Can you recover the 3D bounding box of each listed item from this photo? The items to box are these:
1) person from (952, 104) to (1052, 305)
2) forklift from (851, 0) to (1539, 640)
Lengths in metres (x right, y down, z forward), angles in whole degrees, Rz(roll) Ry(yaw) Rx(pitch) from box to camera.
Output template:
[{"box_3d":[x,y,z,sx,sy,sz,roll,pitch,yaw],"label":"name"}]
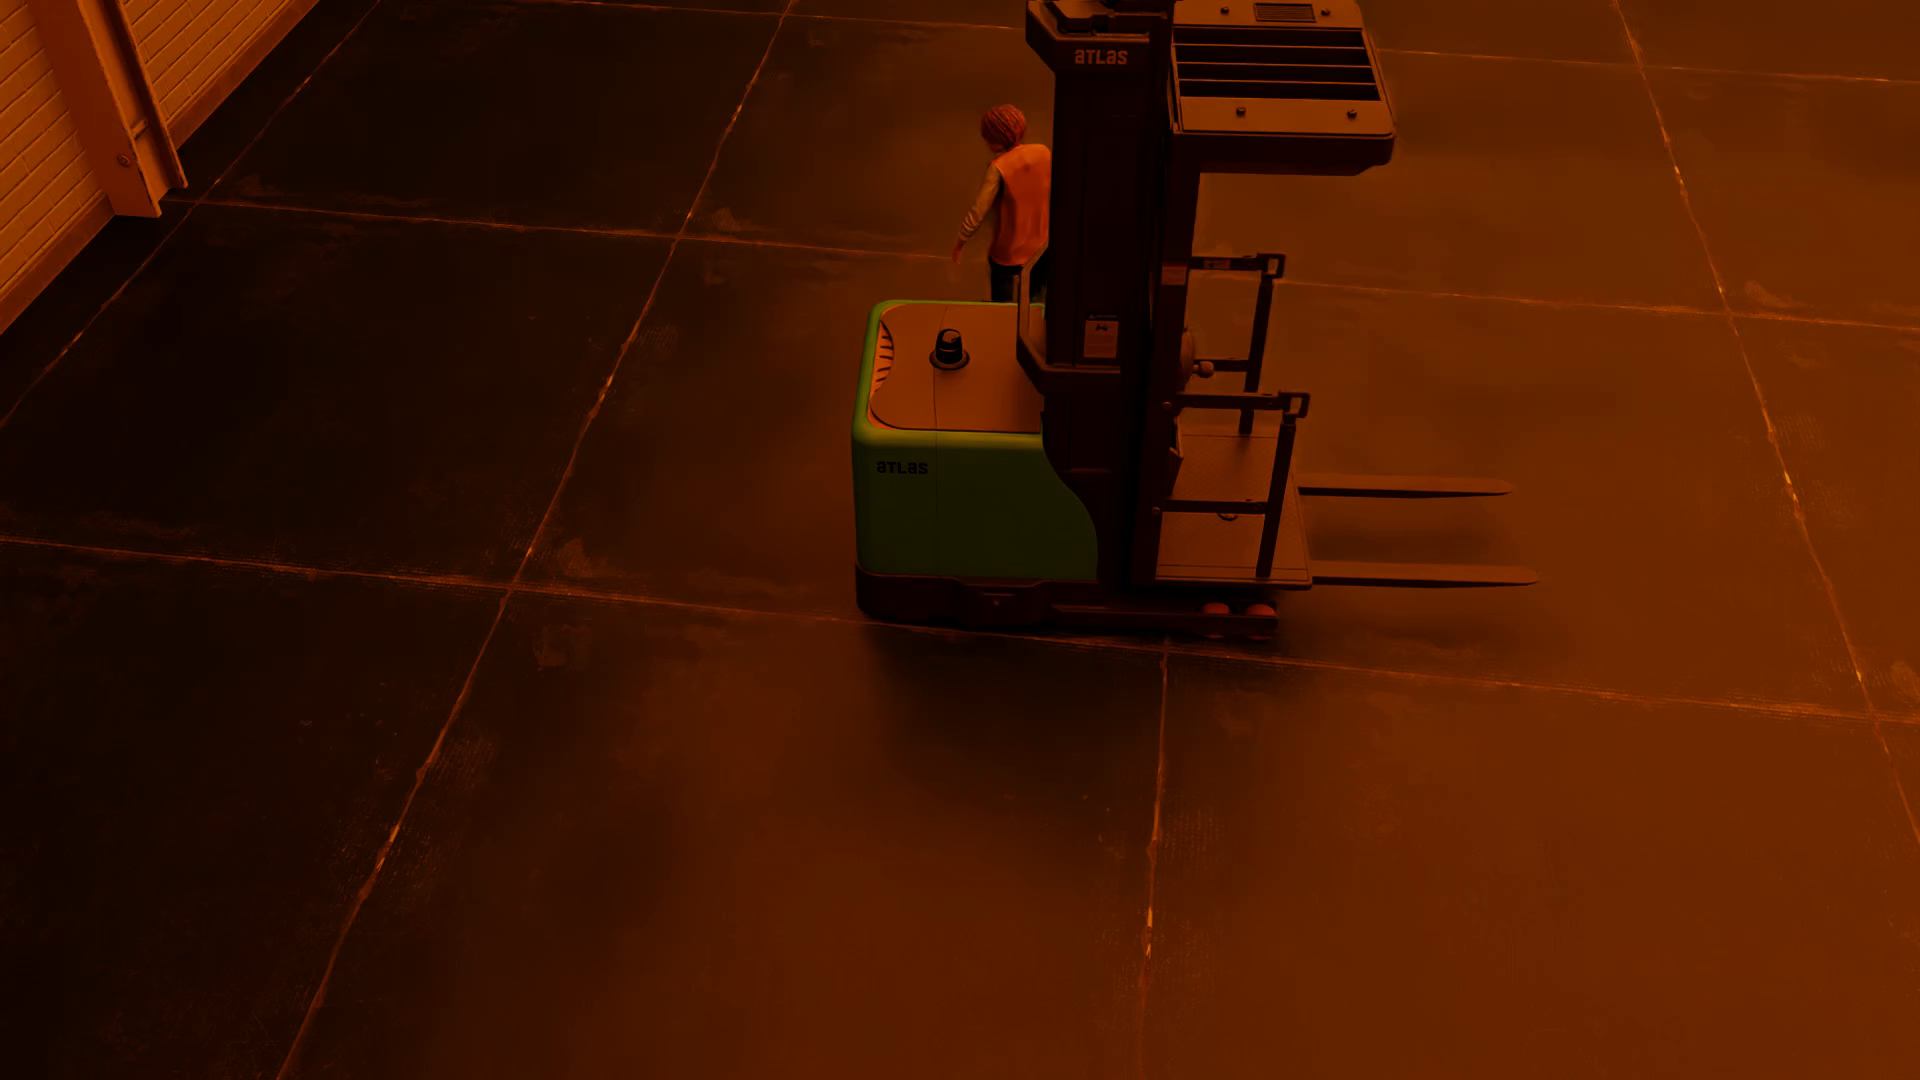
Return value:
[{"box_3d":[0.313,-1.501,8.512,0.692,1.404,0.587,-8,43,-9],"label":"person"},{"box_3d":[1.069,-1.005,6.819,3.031,2.935,1.130,2,43,2],"label":"forklift"}]
